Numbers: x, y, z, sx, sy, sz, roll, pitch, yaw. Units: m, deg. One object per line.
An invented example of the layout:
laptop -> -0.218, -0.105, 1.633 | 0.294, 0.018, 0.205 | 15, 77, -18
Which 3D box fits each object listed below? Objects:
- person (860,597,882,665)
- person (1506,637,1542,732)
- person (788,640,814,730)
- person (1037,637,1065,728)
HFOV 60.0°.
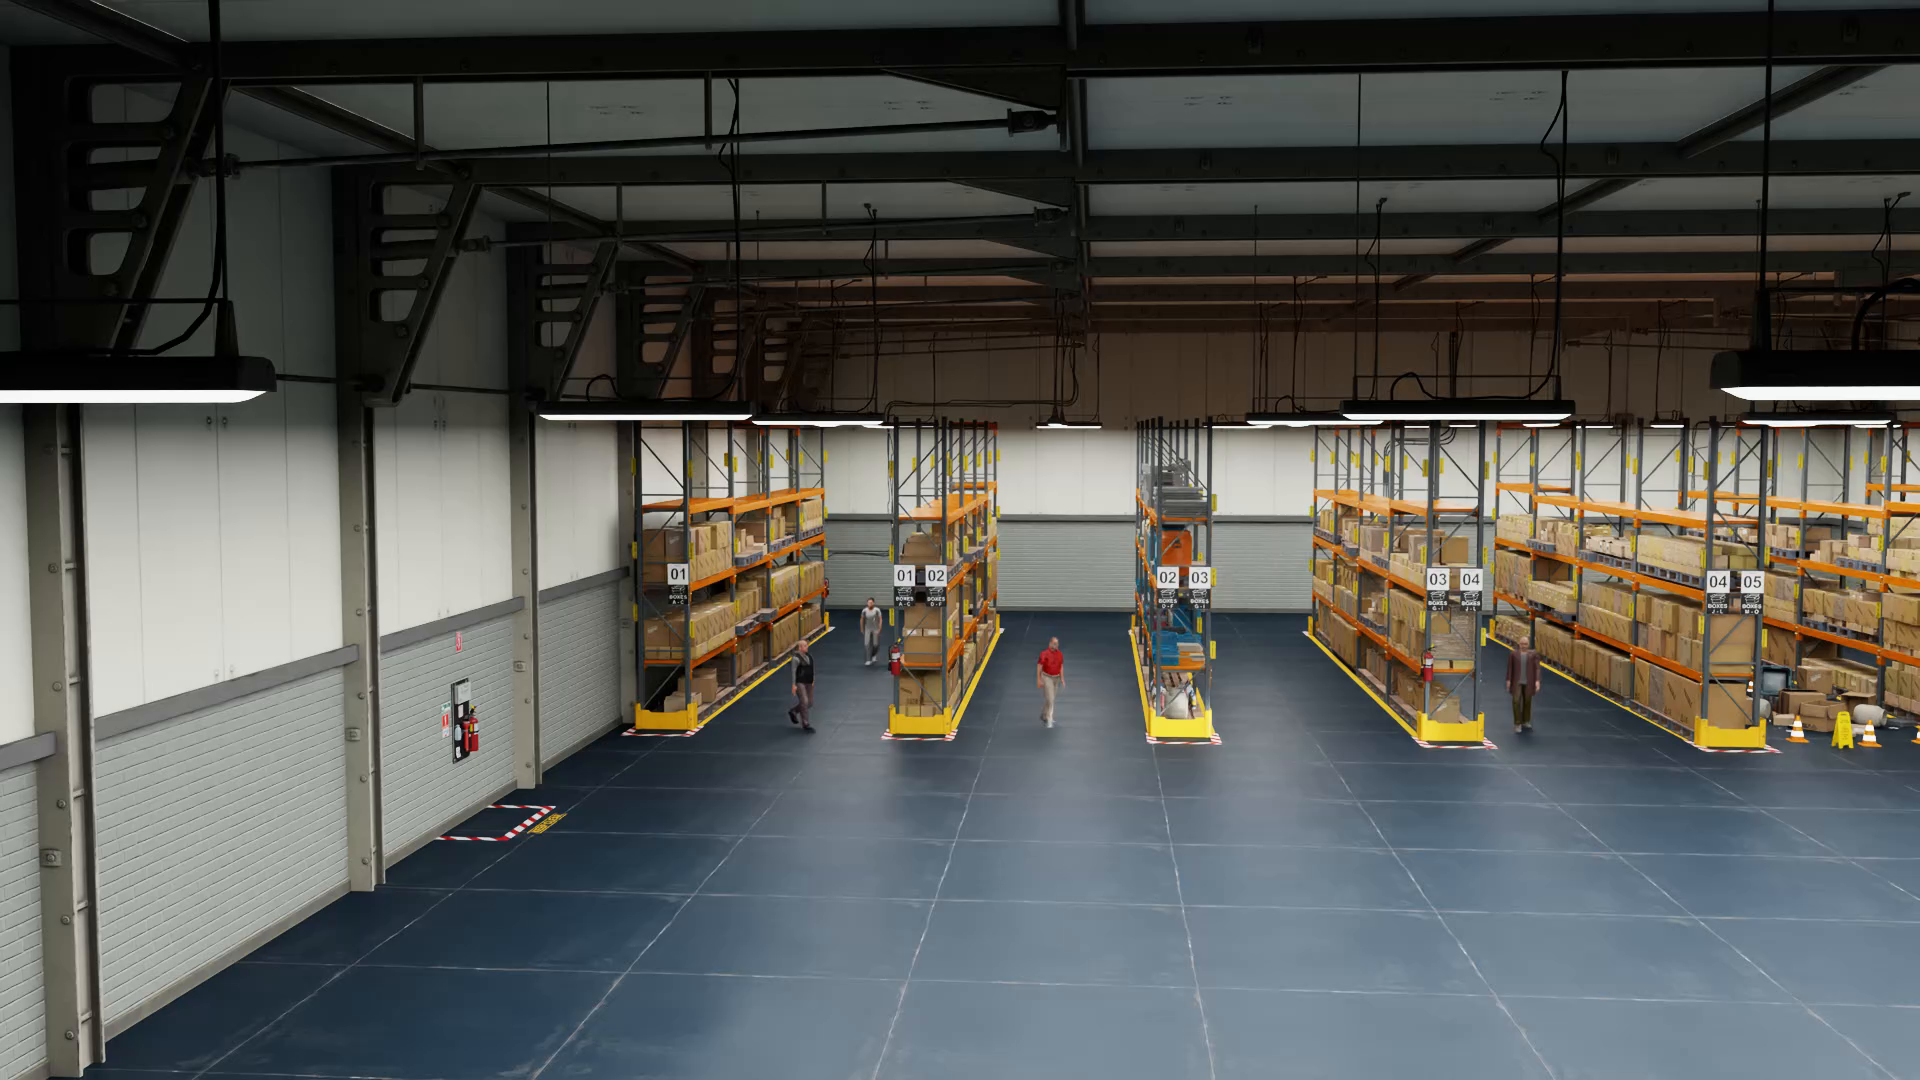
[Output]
person -> -2.187, 2.229, 41.047 | 0.534, 1.657, 0.603 | 0, 4, 2
person -> 10.818, 2.768, 31.914 | 0.651, 1.827, 0.659 | 1, 4, 20
person -> -3.034, 2.770, 32.024 | 0.800, 1.701, 0.585 | 3, 5, 38
person -> 1.750, 2.787, 32.417 | 0.560, 1.814, 0.600 | -4, 5, -45
